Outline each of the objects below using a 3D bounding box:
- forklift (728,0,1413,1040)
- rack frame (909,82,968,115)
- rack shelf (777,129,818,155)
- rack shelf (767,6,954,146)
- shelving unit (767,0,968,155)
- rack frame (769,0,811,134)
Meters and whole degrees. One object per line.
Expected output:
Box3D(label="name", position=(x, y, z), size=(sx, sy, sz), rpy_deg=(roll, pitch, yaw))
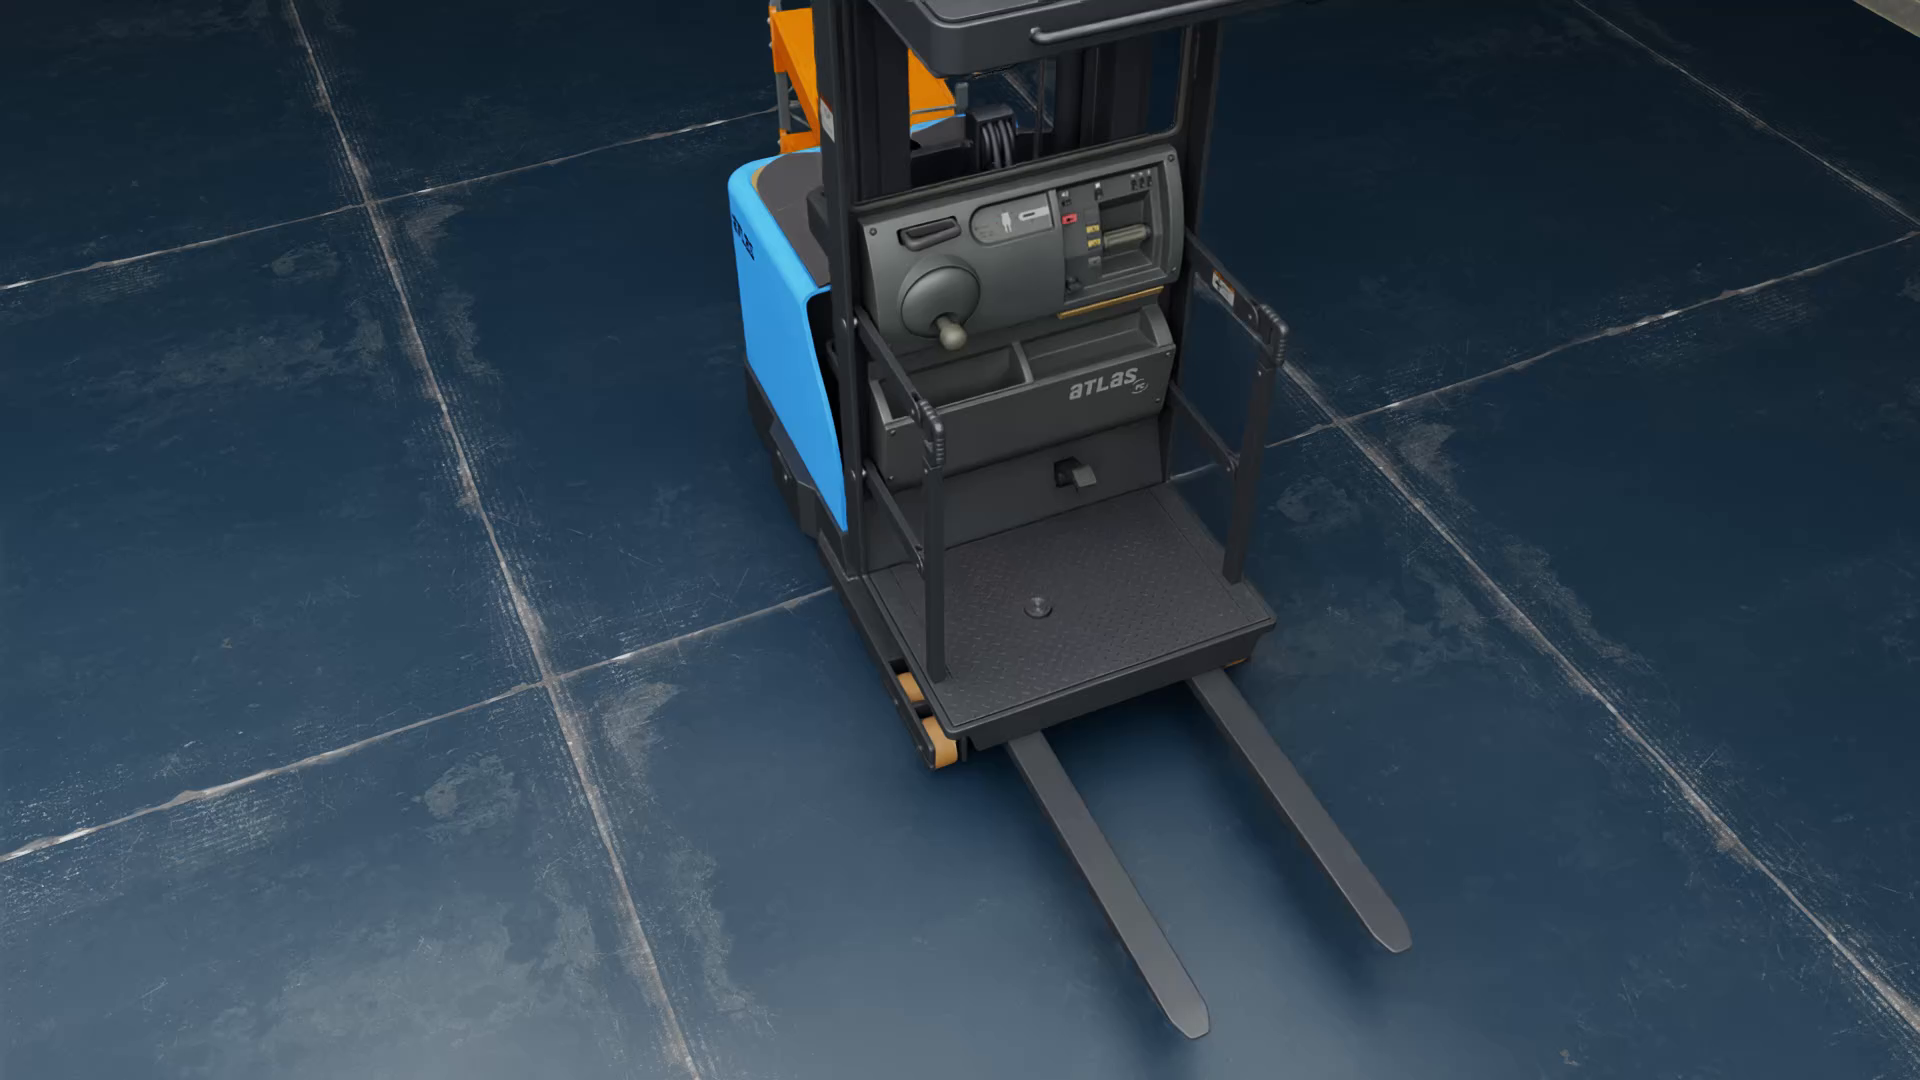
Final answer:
Box3D(label="forklift", position=(0.274, -0.700, 4.373), size=(1.130, 2.935, 3.031), rpy_deg=(-17, 47, -17))
Box3D(label="rack frame", position=(-0.217, -1.129, 6.094), size=(0.500, 1.125, 0.032), rpy_deg=(-11, 46, -11))
Box3D(label="rack shelf", position=(-0.357, -1.298, 6.613), size=(0.538, 0.278, 1.000), rpy_deg=(-11, 46, -11))
Box3D(label="rack shelf", position=(-0.357, -1.681, 6.236), size=(0.538, 0.278, 1.000), rpy_deg=(-11, 46, -11))
Box3D(label="shelving unit", position=(-0.357, -1.473, 6.441), size=(0.538, 1.125, 1.048), rpy_deg=(-11, 46, -11))
Box3D(label="rack frame", position=(-0.496, -1.816, 6.789), size=(0.500, 1.125, 0.032), rpy_deg=(-11, 46, -11))
